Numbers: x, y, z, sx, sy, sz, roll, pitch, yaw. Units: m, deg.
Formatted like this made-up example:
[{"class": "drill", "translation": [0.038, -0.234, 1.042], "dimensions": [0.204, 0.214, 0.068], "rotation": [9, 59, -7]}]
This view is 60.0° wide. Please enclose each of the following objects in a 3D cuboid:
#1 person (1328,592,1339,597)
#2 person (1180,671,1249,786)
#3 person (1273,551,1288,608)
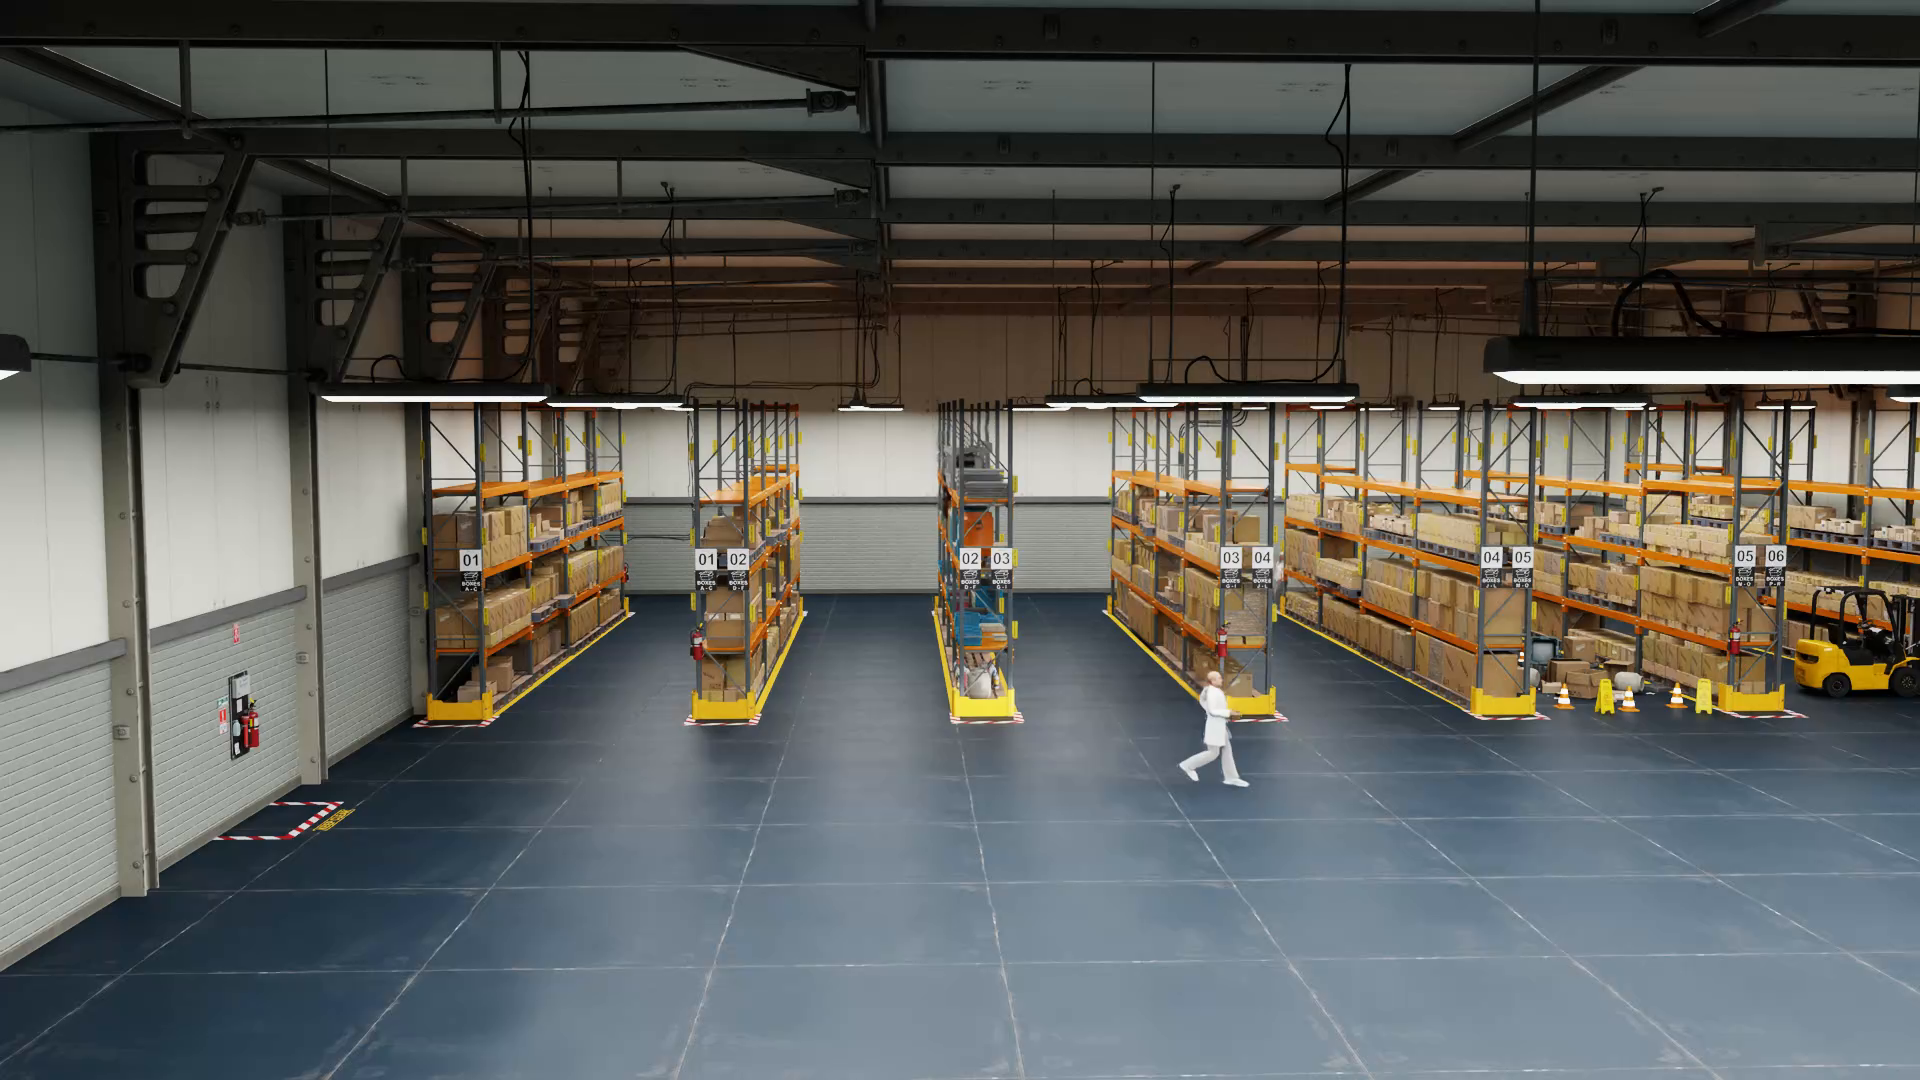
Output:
[{"class": "person", "translation": [10.993, 1.262, 48.710], "dimensions": [0.559, 1.549, 0.502], "rotation": [-2, 5, -26]}, {"class": "person", "translation": [3.898, 2.886, 25.428], "dimensions": [1.047, 1.768, 0.708], "rotation": [1, 4, 13]}, {"class": "person", "translation": [9.452, 1.158, 48.797], "dimensions": [0.624, 1.725, 0.704], "rotation": [-2, 5, -22]}]
